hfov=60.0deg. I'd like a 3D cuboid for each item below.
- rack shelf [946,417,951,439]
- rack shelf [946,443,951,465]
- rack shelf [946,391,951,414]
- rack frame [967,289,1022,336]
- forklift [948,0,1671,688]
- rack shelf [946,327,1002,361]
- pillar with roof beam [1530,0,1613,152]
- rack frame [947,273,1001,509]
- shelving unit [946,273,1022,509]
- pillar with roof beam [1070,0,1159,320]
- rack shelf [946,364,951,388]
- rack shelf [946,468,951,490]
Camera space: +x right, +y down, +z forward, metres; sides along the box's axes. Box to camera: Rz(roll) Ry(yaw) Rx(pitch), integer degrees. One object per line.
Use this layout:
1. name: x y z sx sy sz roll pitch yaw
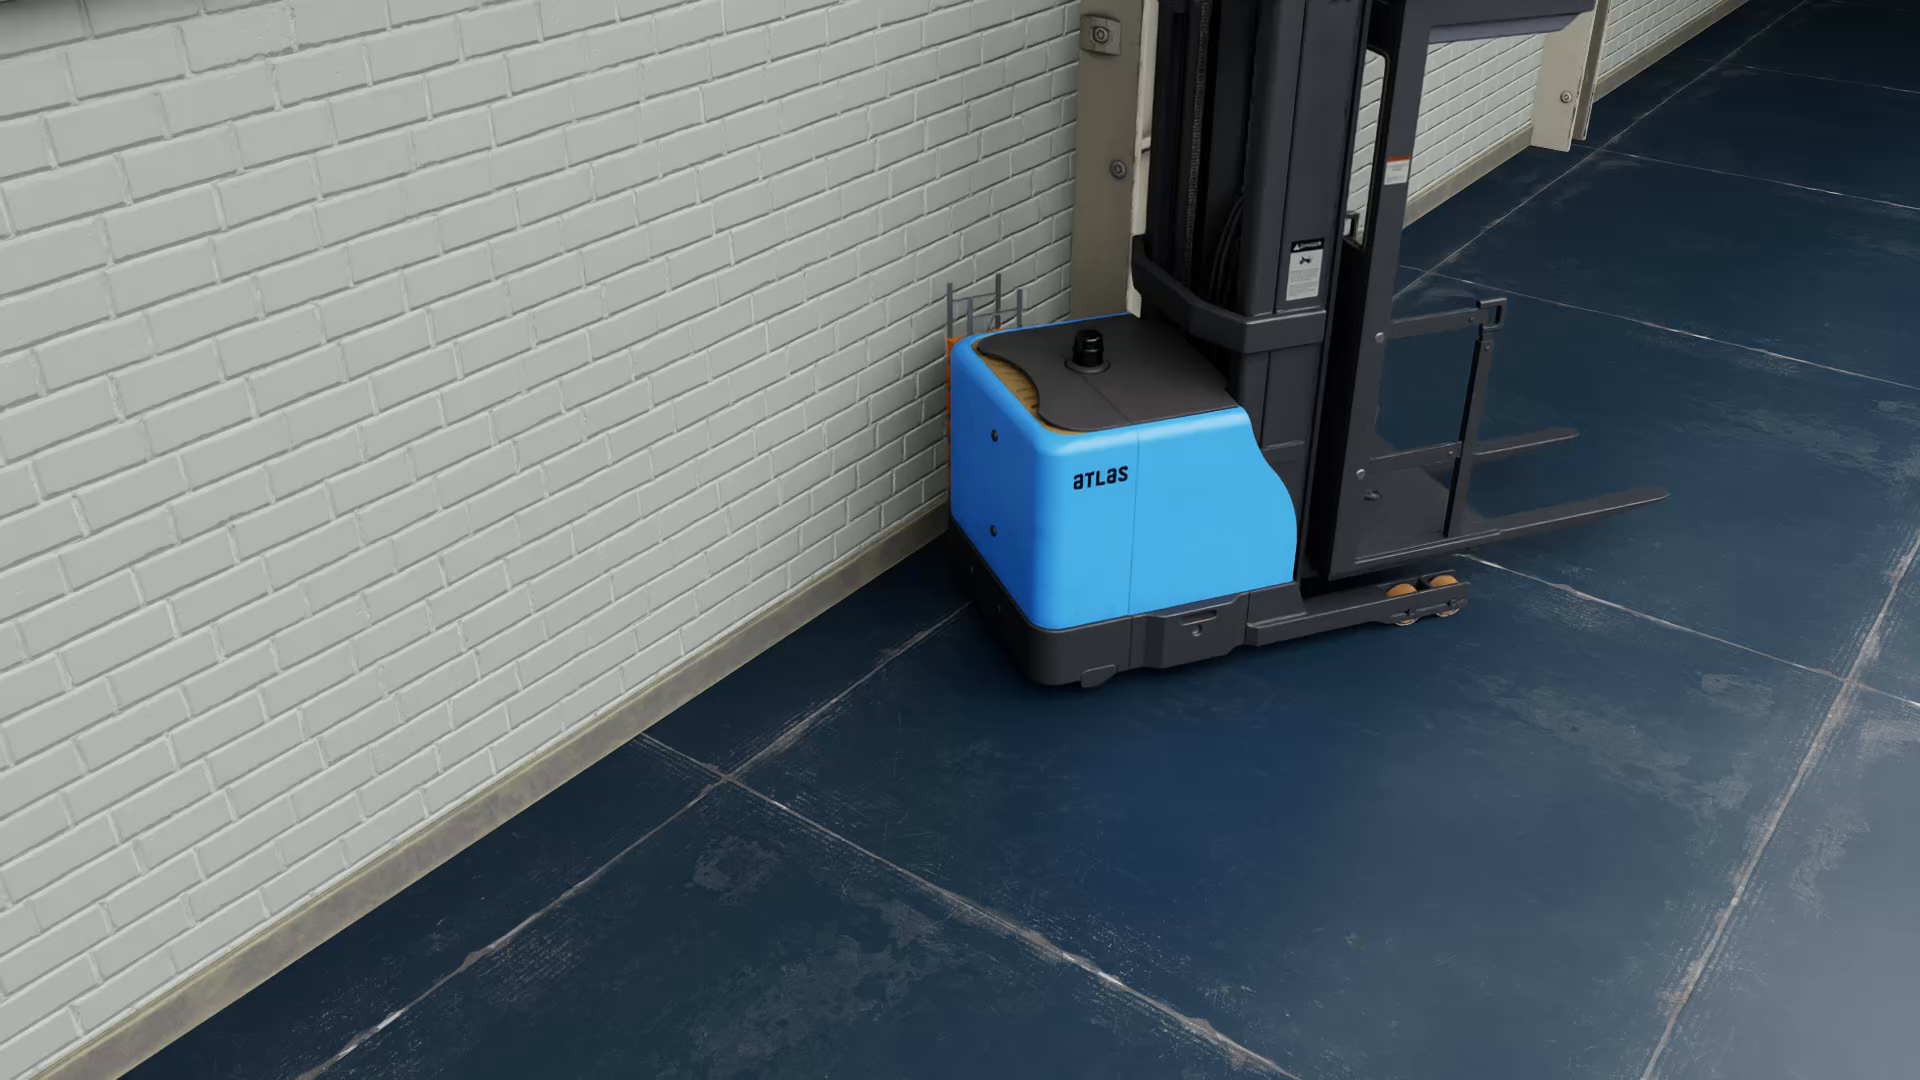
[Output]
1. rack shelf: 0.098 -0.454 6.926 0.258 0.103 0.180 -14 33 -22
2. rack shelf: 0.098 -0.350 6.987 0.258 0.103 0.180 -14 33 -22
3. rack shelf: 0.098 -0.557 6.864 0.258 0.103 0.180 -14 33 -22
4. rack frame: 0.138 -0.450 6.832 0.240 1.200 0.006 -14 33 -22
5. forklift: 1.522 -1.158 6.330 3.031 2.935 1.130 -11 32 -17
6. rack shelf: 0.098 -0.763 6.742 0.258 0.103 0.180 -14 33 -22
7. pillar with roof beam: 7.795 -5.466 7.647 9.100 9.000 0.400 21 37 31
8. rack frame: 0.057 -0.534 6.973 0.240 1.200 0.006 -14 33 -22
9. shelving unit: 0.098 -0.492 6.903 0.258 1.200 0.189 -14 33 -22
10. pillar with roof beam: 4.173 -3.028 3.532 9.100 9.000 0.400 21 37 31
11. rack shelf: 0.098 -0.660 6.803 0.258 0.103 0.180 -14 33 -22
12. rack shelf: 0.098 -0.247 7.048 0.258 0.103 0.180 -14 33 -22
